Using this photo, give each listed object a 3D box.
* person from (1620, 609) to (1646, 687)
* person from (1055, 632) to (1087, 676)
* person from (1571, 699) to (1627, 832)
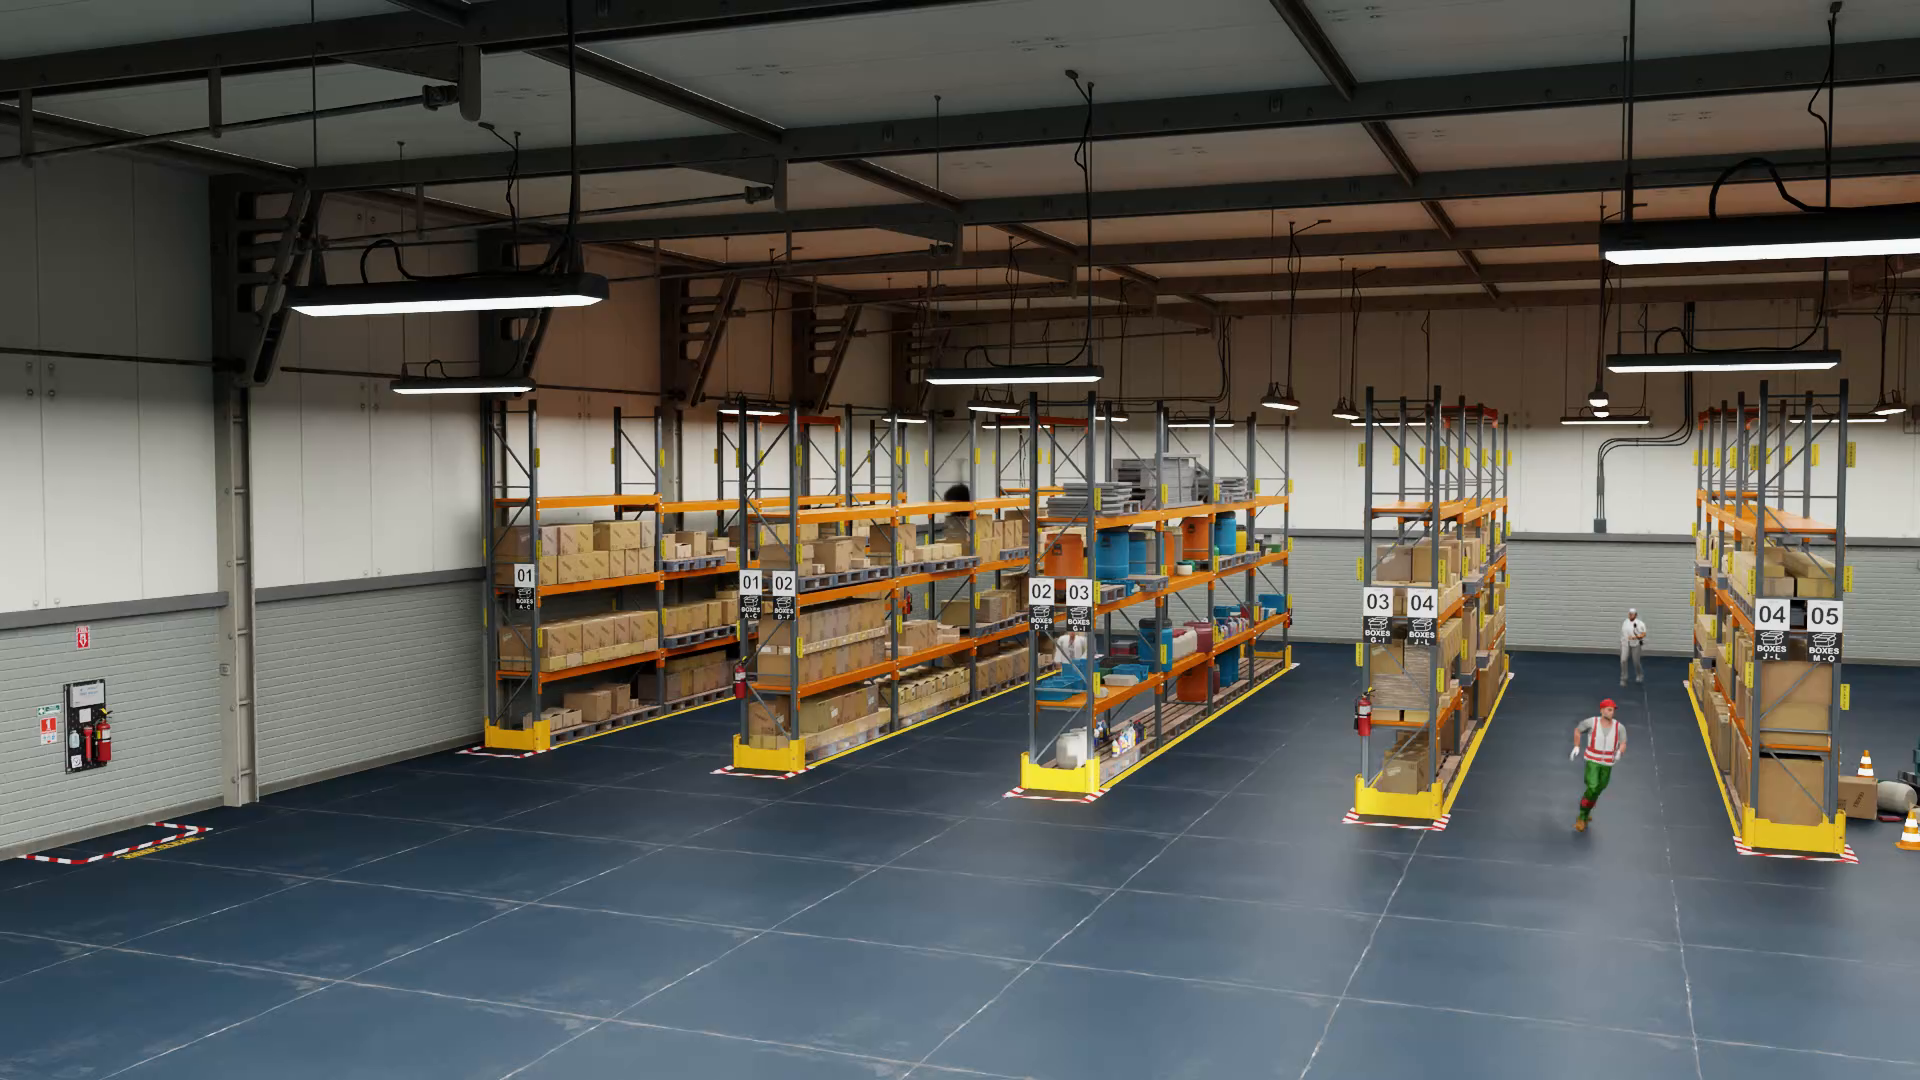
[{"bbox_3d":[14.840,2.361,36.695,0.598,1.704,0.832,2,4,41],"label":"person"},{"bbox_3d":[2.231,2.522,33.040,0.699,1.715,0.719,0,3,4],"label":"person"},{"bbox_3d":[8.574,2.997,22.350,0.720,1.753,0.828,0,3,4],"label":"person"}]
